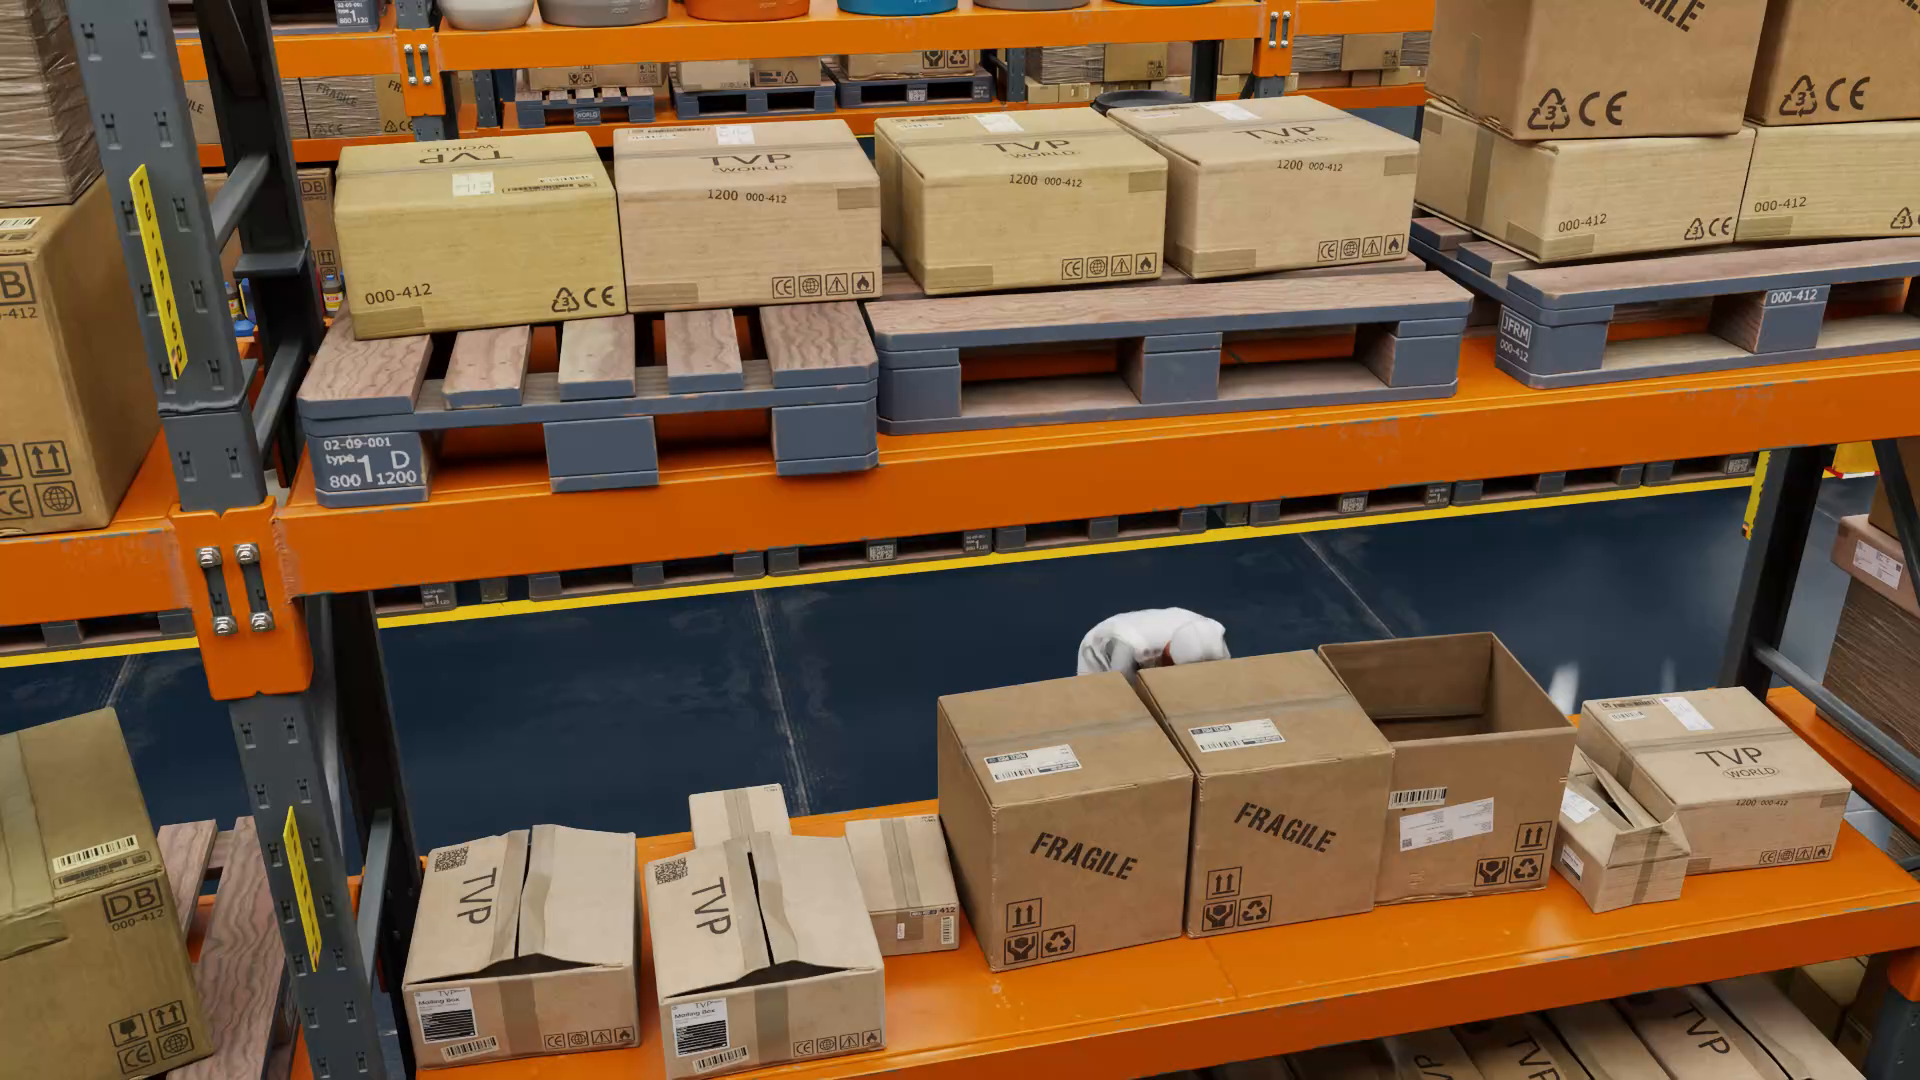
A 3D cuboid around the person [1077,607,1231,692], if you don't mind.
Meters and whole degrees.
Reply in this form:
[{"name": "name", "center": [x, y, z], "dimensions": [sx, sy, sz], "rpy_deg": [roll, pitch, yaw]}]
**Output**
[{"name": "person", "center": [0.790, 0.633, 6.715], "dimensions": [0.534, 0.997, 0.894], "rpy_deg": [-6, 27, -13]}]
